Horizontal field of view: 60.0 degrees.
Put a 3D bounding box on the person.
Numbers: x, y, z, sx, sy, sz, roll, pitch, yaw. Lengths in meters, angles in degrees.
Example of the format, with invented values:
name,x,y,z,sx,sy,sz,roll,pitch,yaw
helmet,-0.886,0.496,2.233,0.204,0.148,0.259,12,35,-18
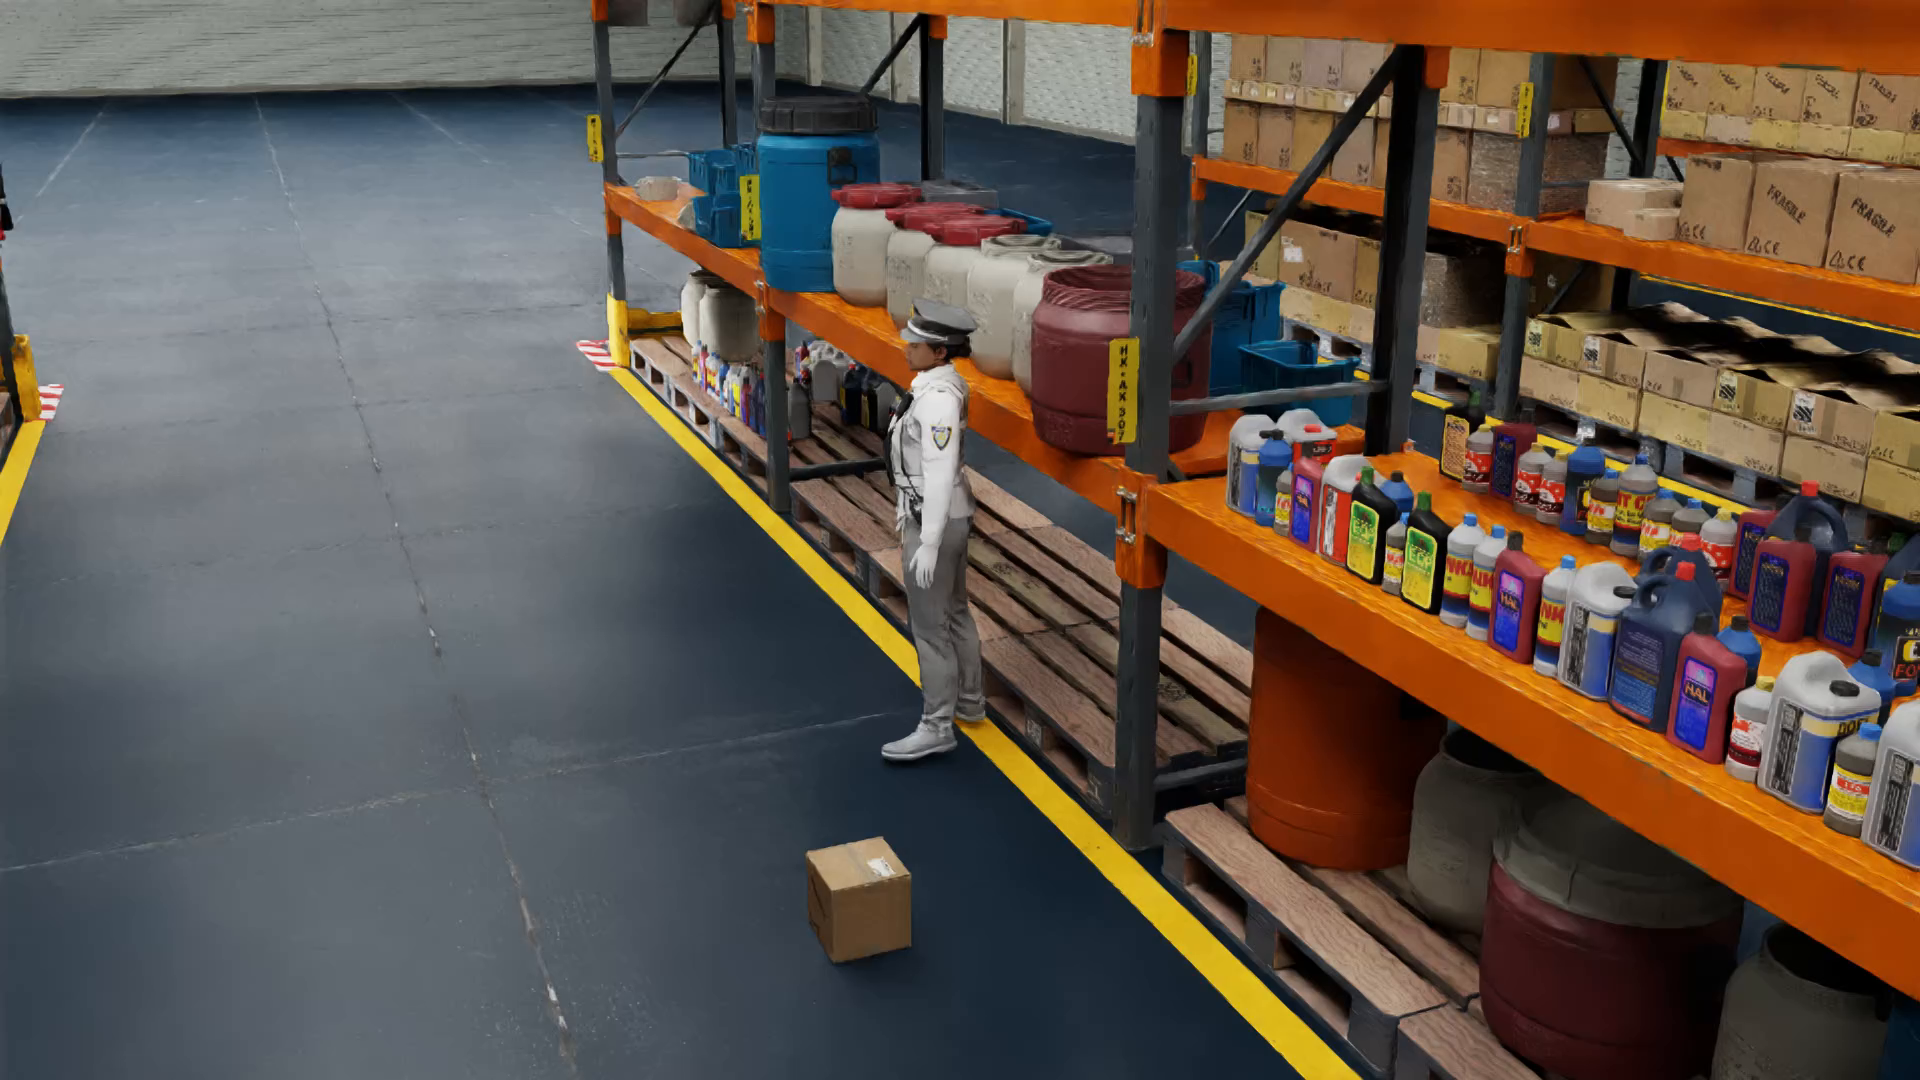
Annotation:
name,x,y,z,sx,sy,sz,roll,pitch,yaw
person,-0.092,-0.052,6.119,0.364,1.688,0.611,2,19,5
